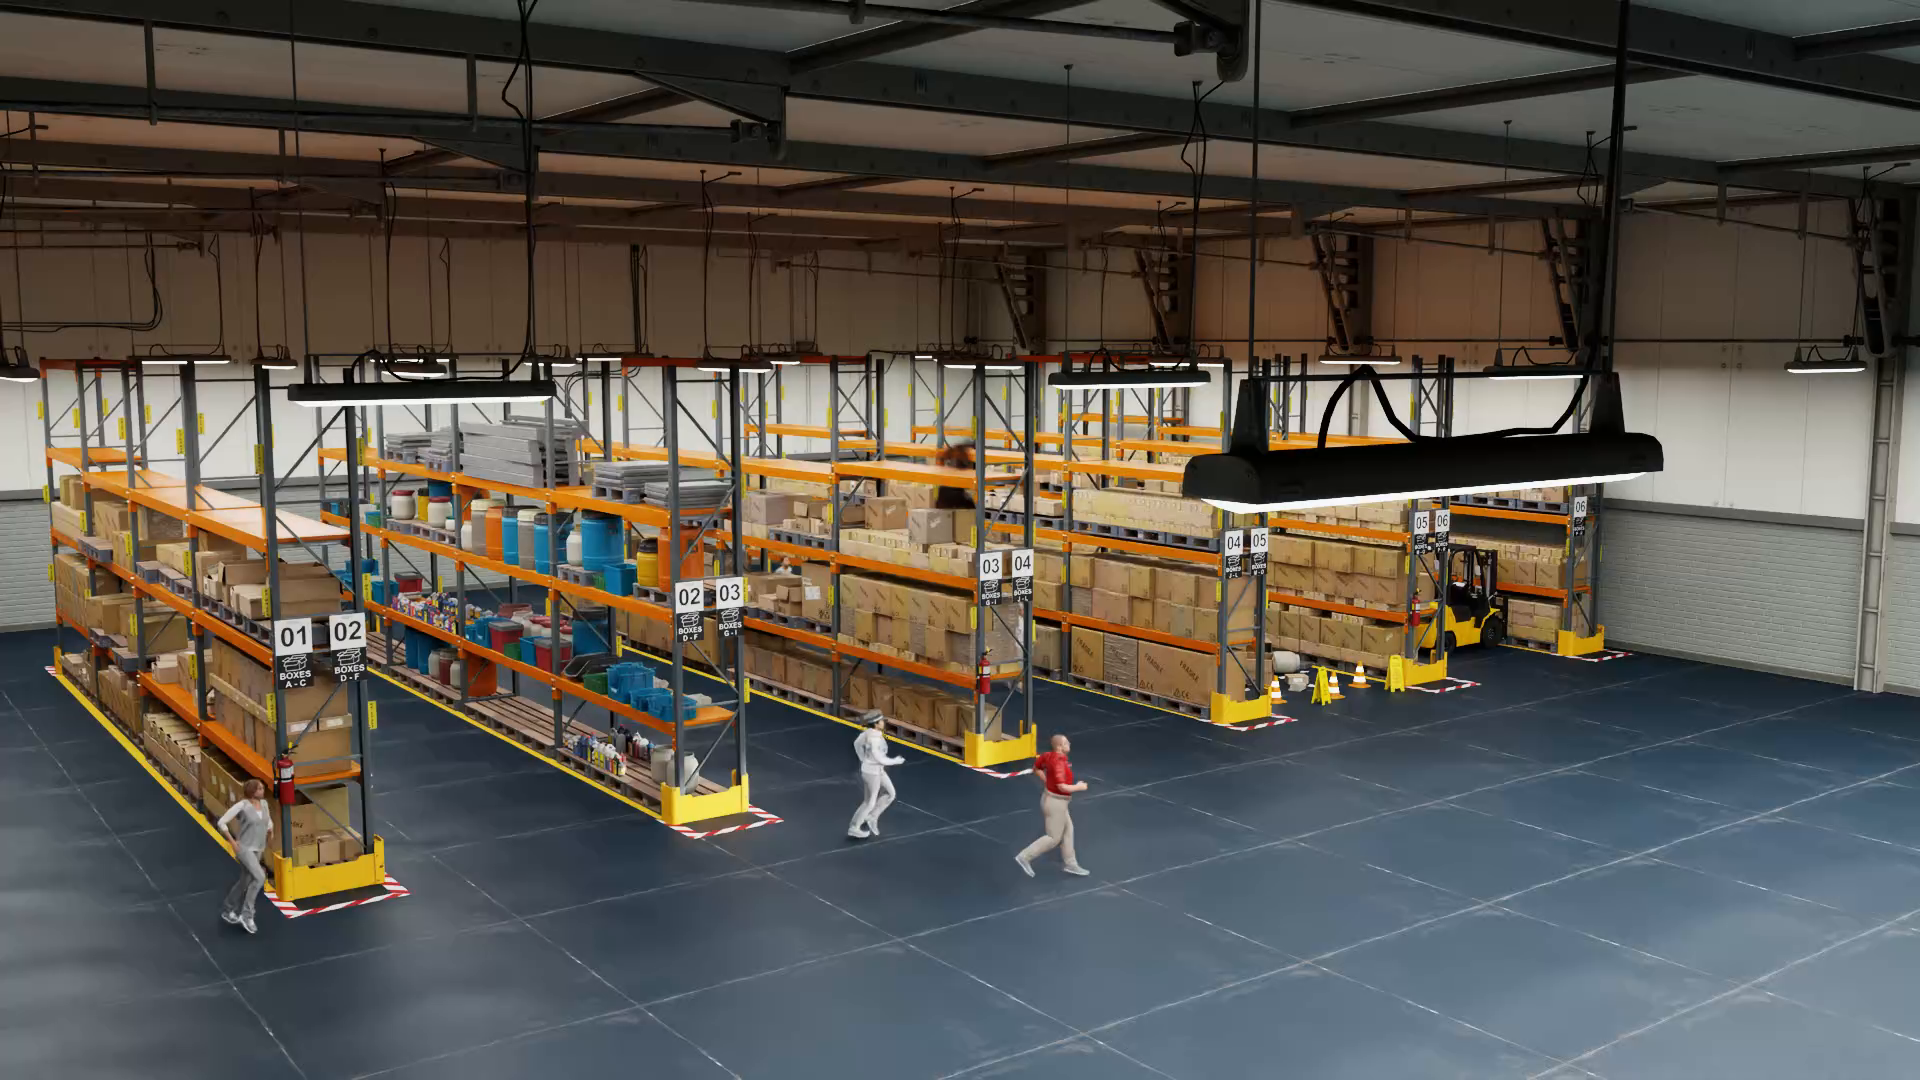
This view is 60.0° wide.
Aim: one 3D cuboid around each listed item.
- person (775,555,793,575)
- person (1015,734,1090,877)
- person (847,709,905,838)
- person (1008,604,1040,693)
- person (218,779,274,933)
[{"bbox_3d":[-3.883,1.141,36.534,0.554,1.637,0.788,-6,9,-39],"label":"person"},{"bbox_3d":[1.079,3.140,19.562,0.969,1.736,0.672,-1,7,-12],"label":"person"},{"bbox_3d":[-1.067,2.965,21.135,0.729,1.671,0.578,-1,7,-5],"label":"person"},{"bbox_3d":[1.147,1.946,29.884,0.618,1.635,0.545,-6,9,-41],"label":"person"},{"bbox_3d":[-7.712,3.399,18.052,0.640,1.611,0.552,2,7,15],"label":"person"}]
